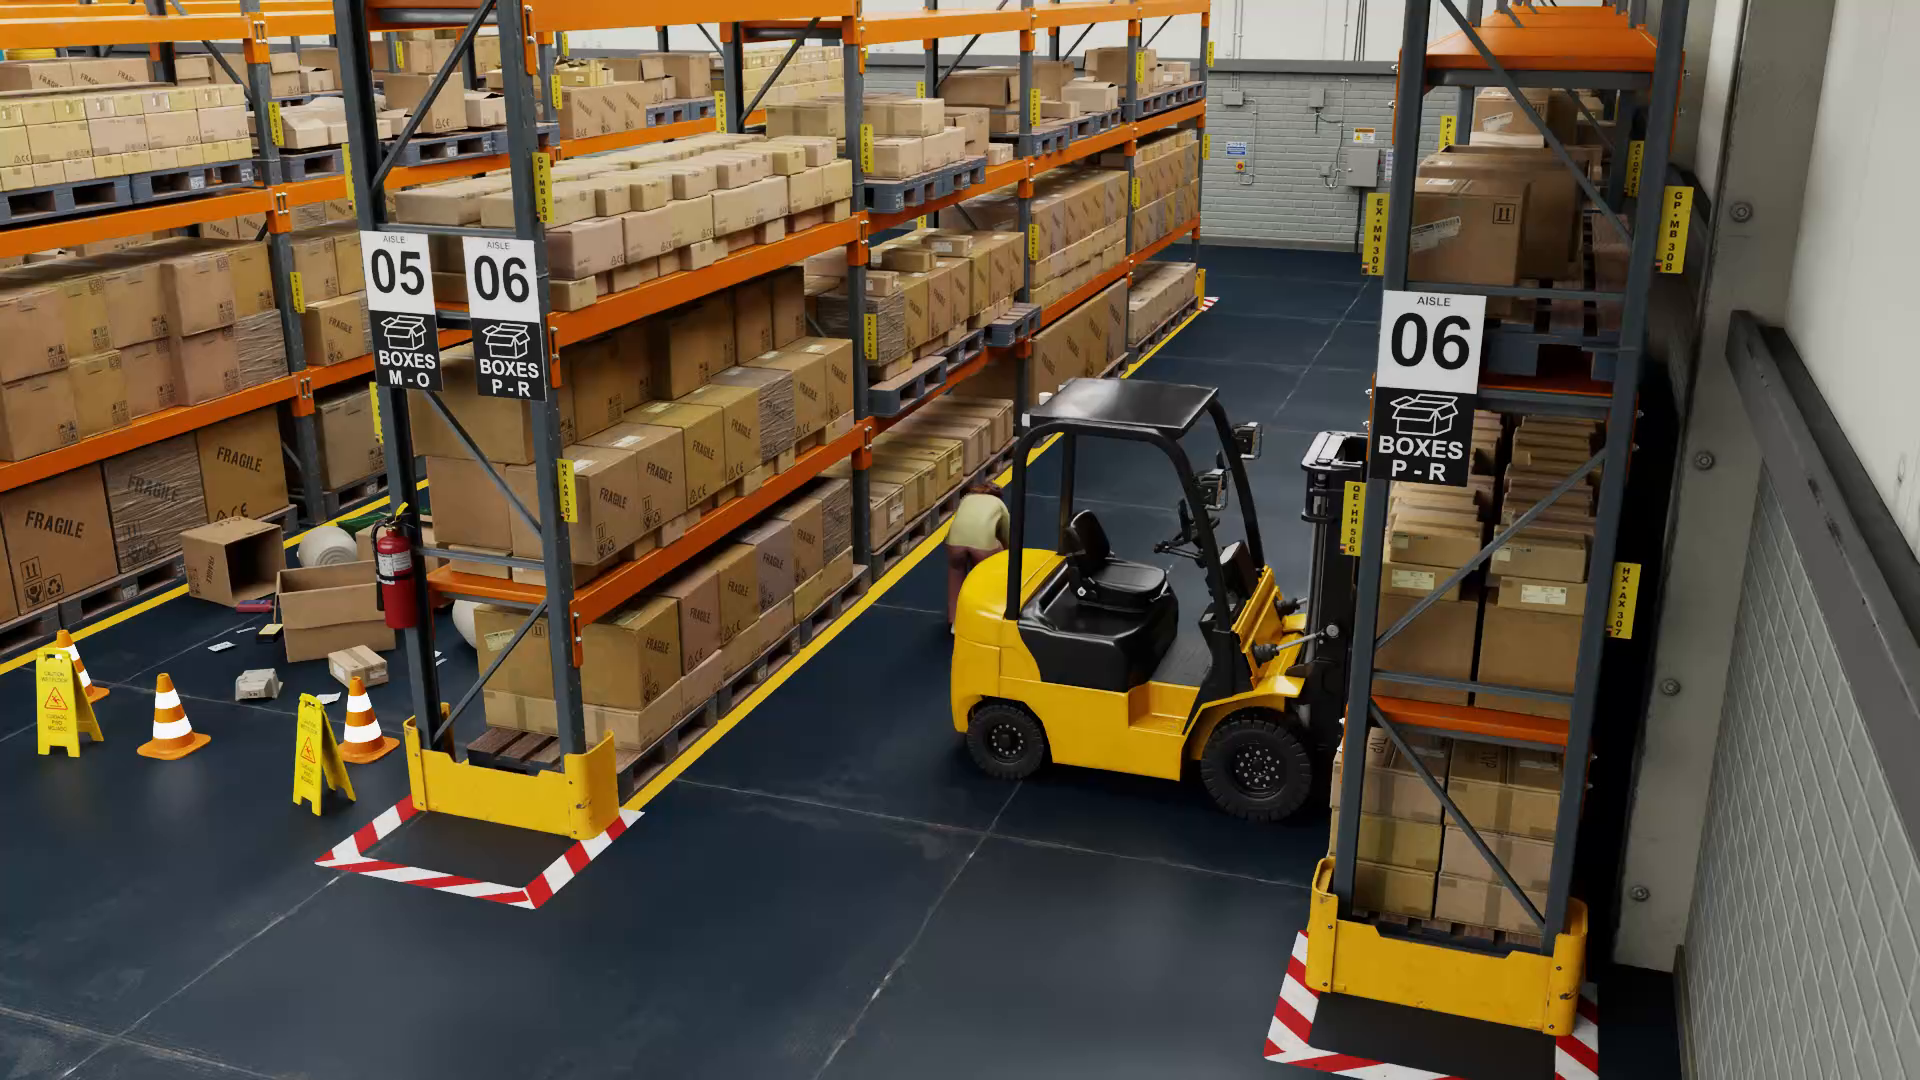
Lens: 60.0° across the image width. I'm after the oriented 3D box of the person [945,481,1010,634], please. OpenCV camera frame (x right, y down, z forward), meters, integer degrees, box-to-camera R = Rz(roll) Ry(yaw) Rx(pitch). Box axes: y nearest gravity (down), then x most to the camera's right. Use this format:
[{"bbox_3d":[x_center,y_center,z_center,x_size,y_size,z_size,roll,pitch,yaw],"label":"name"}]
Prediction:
[{"bbox_3d":[0.146,0.138,11.787,0.471,0.950,0.868,5,19,13],"label":"person"}]
